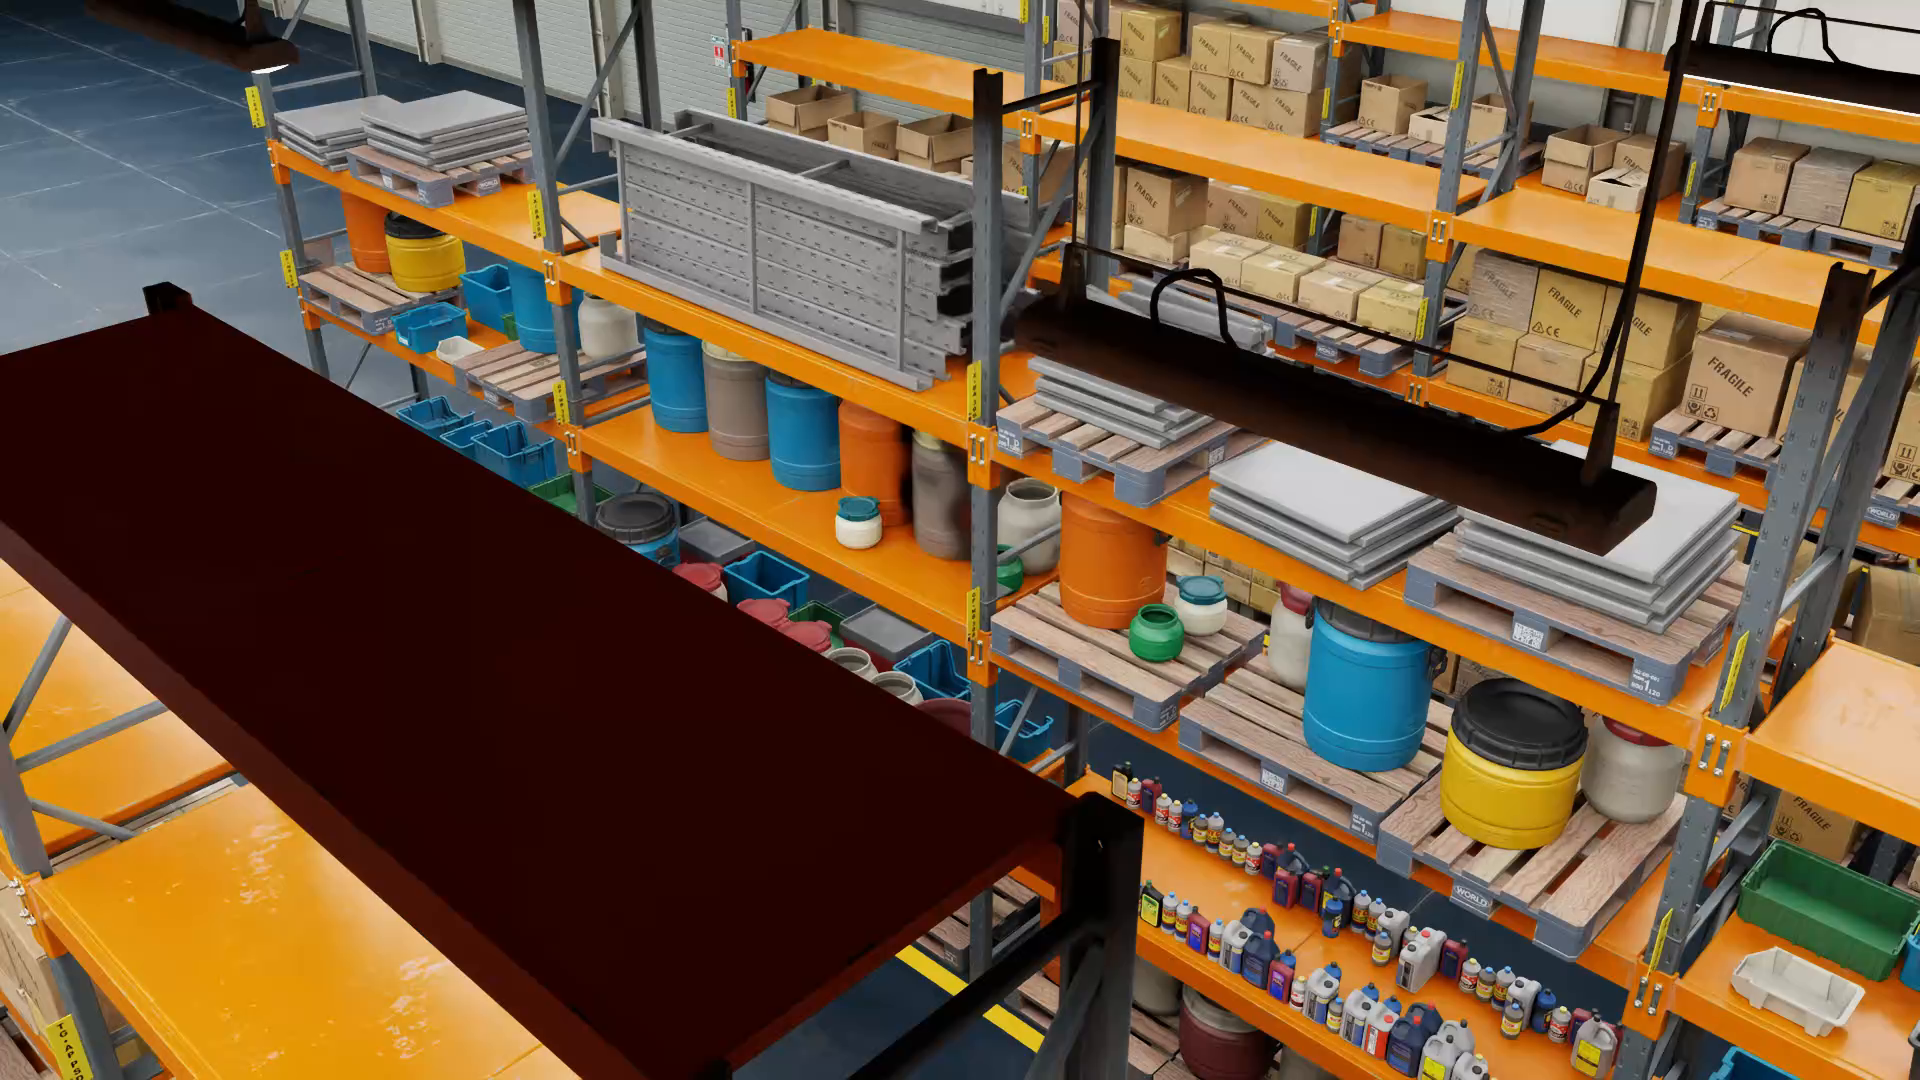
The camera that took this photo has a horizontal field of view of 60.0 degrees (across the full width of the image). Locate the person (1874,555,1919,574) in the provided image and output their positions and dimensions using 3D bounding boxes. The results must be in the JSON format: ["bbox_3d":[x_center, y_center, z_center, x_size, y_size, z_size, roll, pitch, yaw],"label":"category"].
[{"bbox_3d":[7.941,0.475,13.715,0.829,1.654,0.725,16,33,26],"label":"person"}]
